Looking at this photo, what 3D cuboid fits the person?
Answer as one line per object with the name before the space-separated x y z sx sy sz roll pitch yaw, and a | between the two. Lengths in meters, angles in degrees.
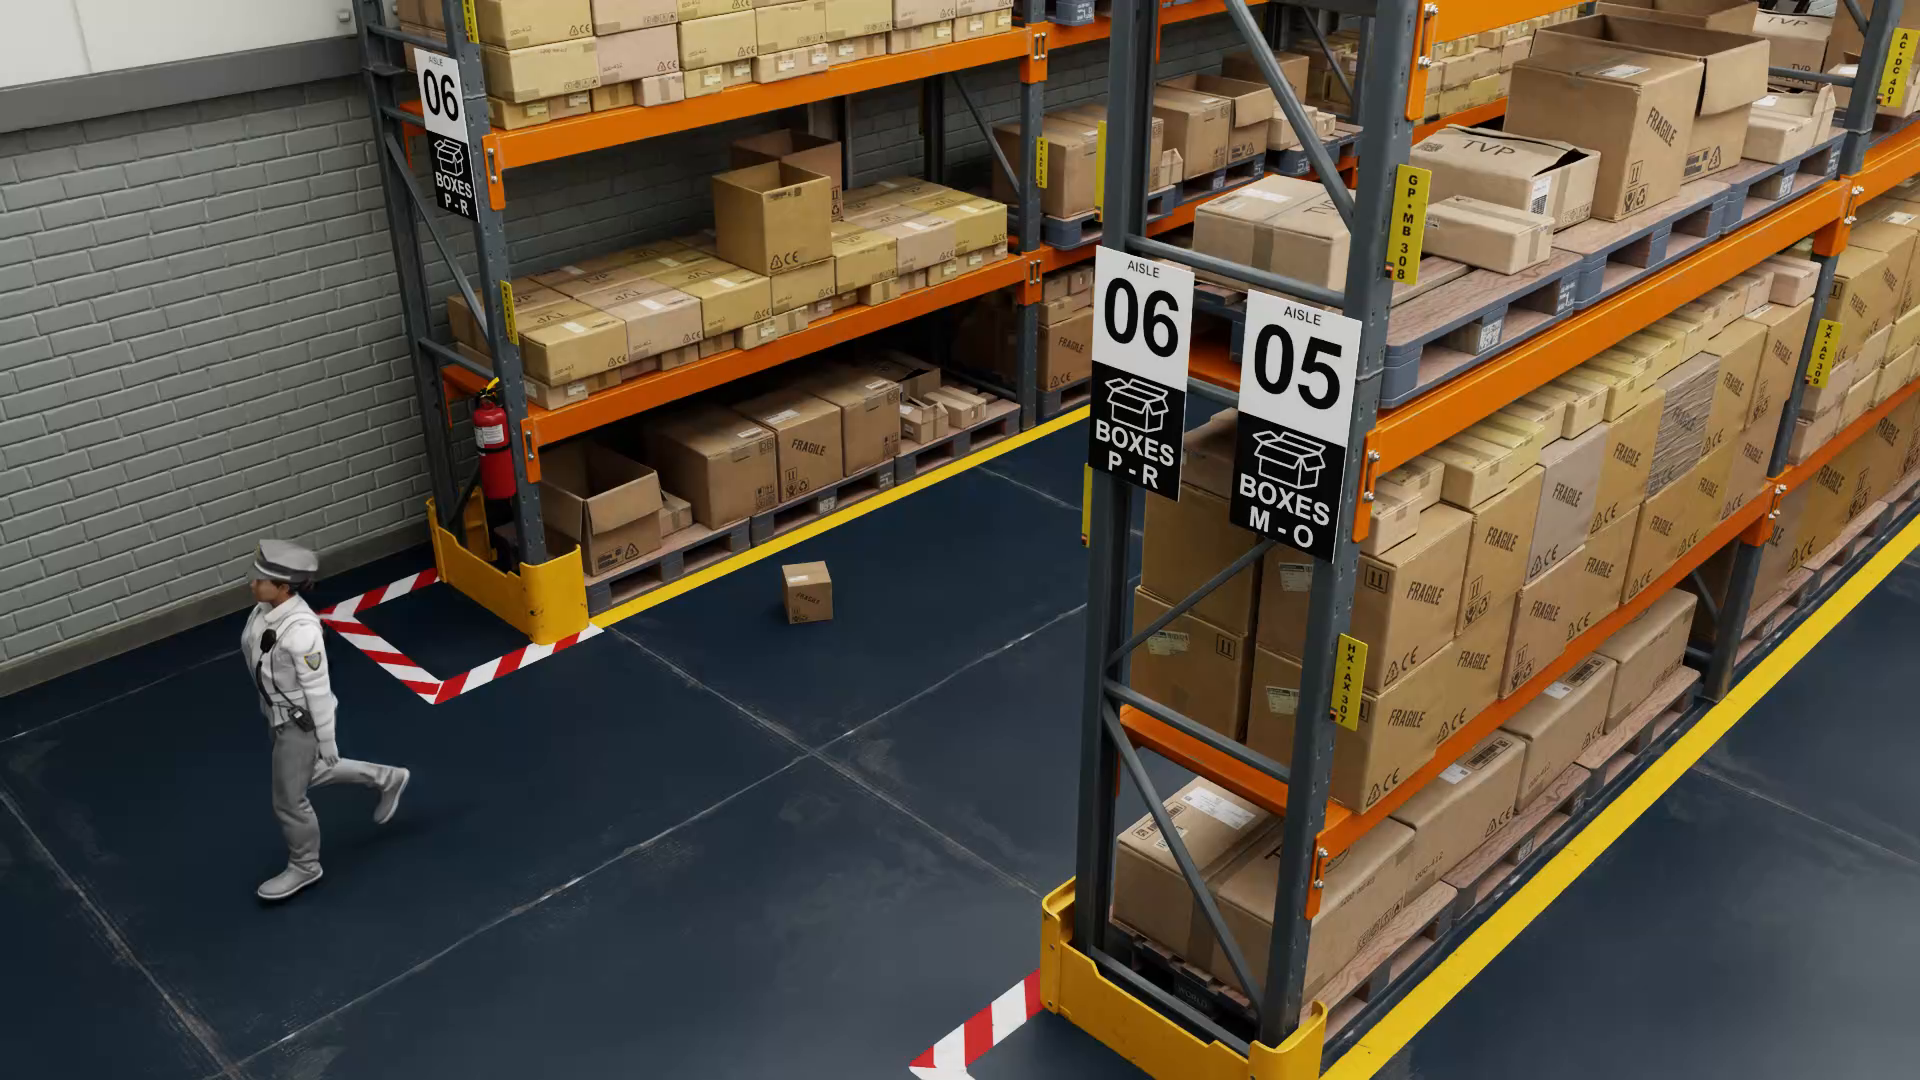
person | -2.815 0.728 7.193 0.770 1.663 0.500 -19 33 -31
